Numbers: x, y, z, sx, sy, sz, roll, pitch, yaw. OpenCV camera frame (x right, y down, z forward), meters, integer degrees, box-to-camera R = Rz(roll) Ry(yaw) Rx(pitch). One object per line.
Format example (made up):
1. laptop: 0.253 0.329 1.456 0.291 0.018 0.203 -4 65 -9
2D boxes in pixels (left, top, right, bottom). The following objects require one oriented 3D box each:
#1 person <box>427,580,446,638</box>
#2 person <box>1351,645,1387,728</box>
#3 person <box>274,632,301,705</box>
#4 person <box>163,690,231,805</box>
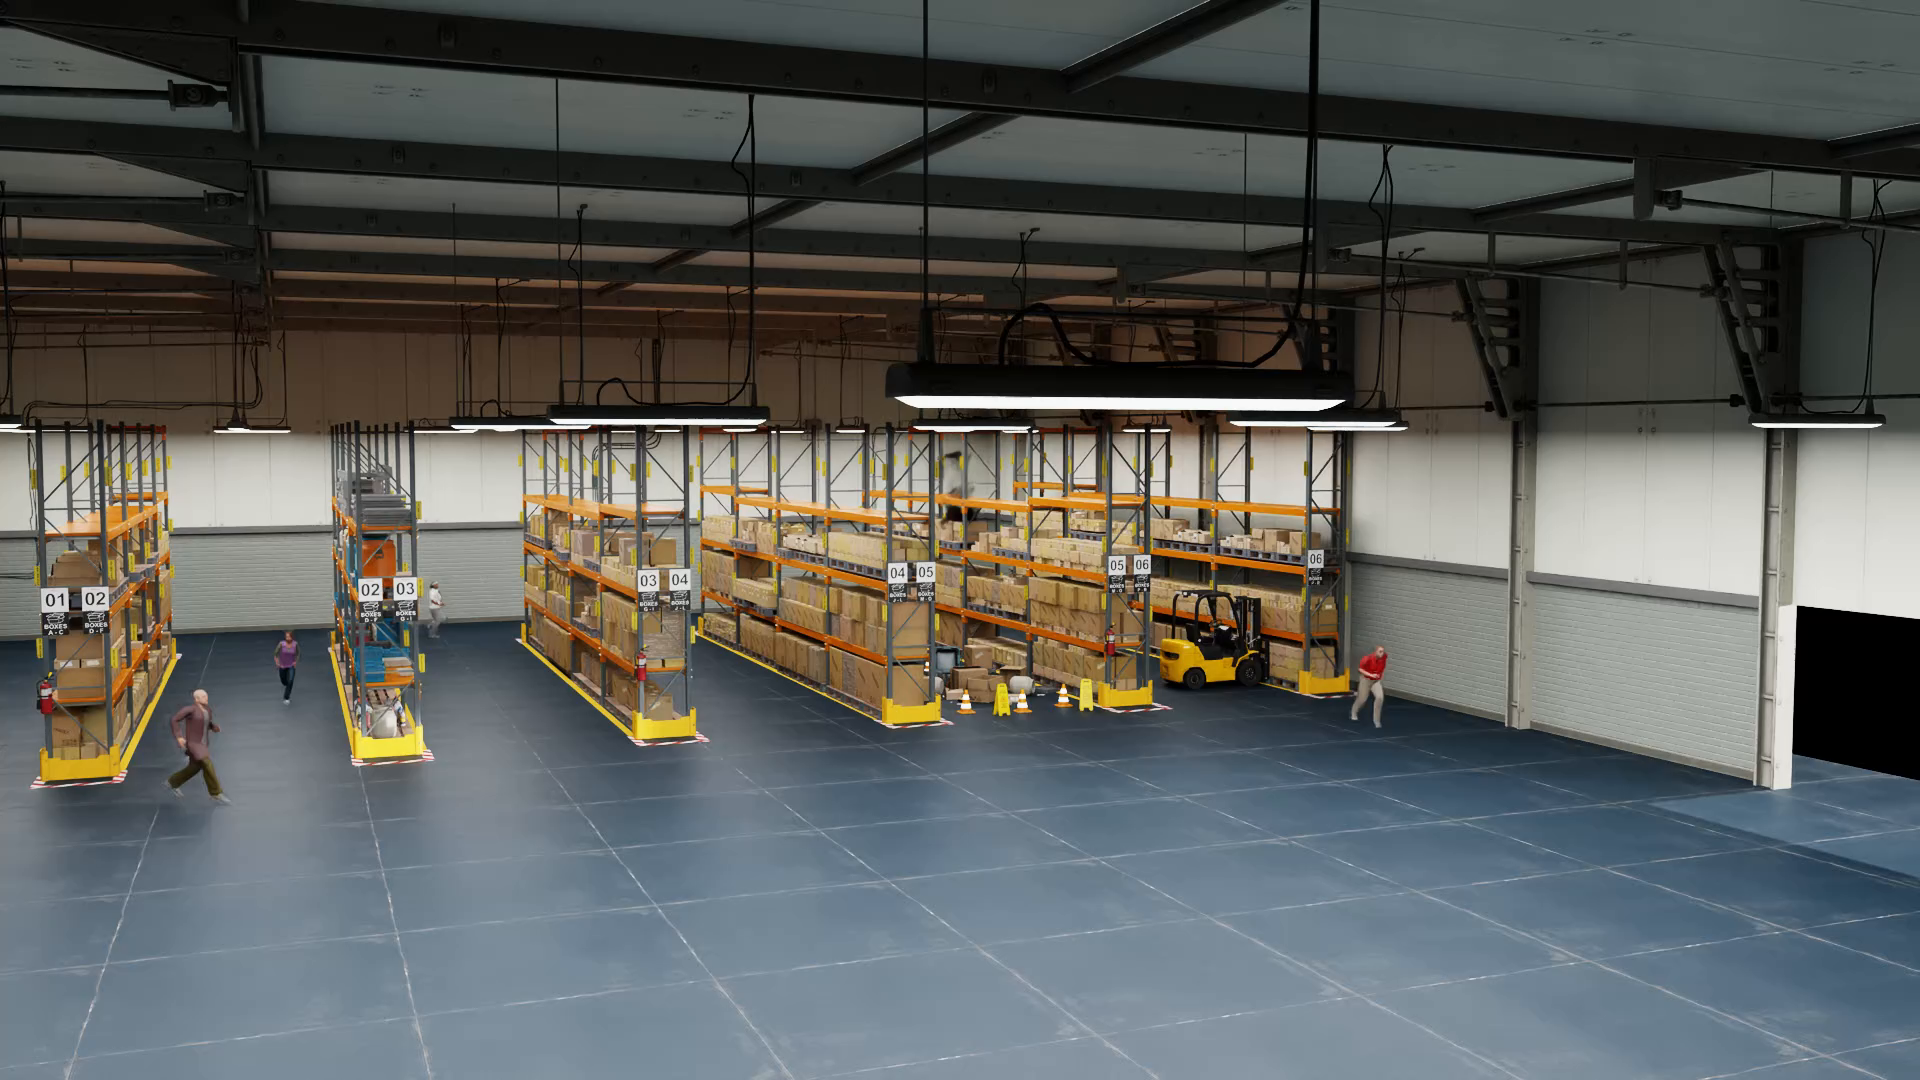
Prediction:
1. person: -14.886 1.947 47.279 0.476 1.661 0.524 -1 4 -9
2. person: 8.095 2.878 32.973 0.703 1.697 1.005 -1 4 -21
3. person: -14.448 2.741 35.745 0.551 1.561 0.767 -1 4 -22
4. person: -11.900 3.215 25.883 1.105 1.794 0.730 0 4 7
